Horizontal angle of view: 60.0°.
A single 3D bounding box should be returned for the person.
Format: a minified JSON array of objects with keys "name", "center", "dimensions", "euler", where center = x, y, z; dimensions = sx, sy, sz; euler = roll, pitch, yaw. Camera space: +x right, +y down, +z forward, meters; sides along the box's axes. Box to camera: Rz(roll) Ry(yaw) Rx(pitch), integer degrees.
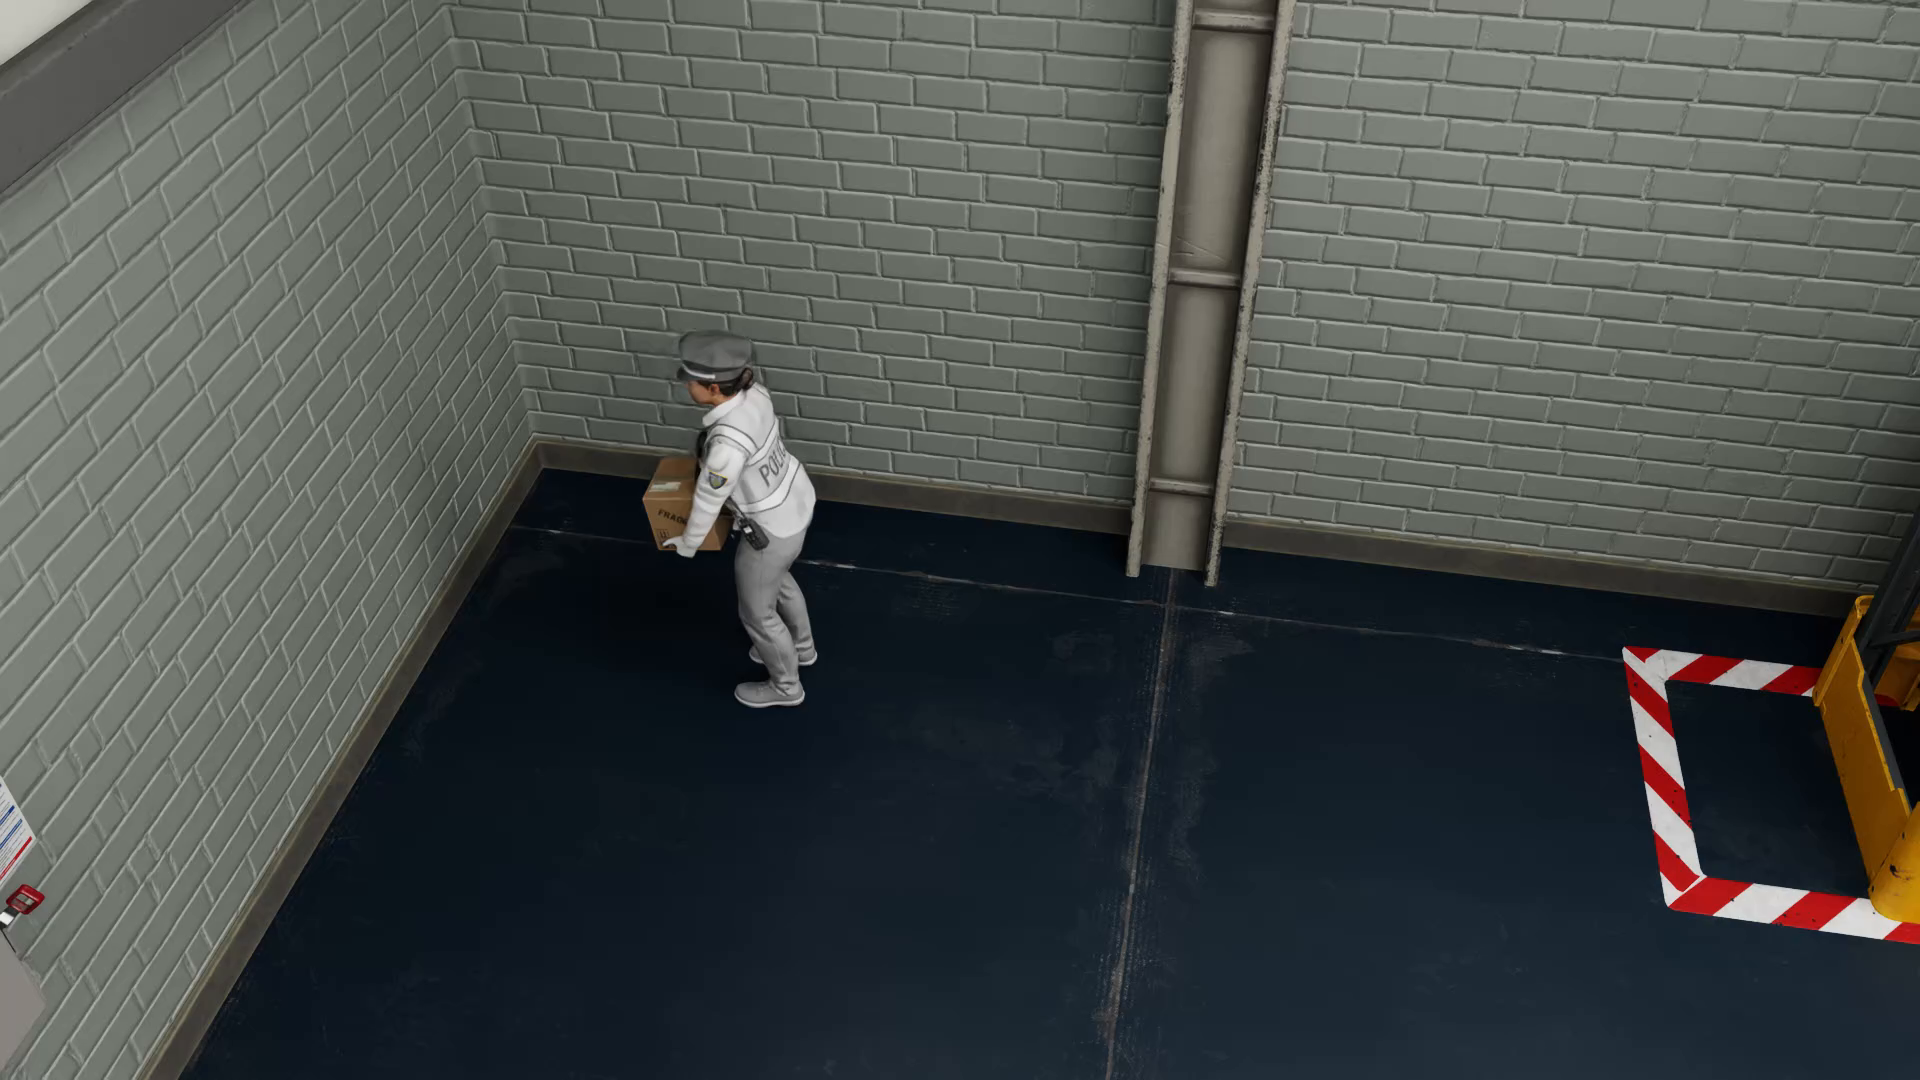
[{"name":"person","center":[-0.819,-0.057,6.243],"dimensions":[0.549,1.648,0.413],"euler":[6,41,7]}]
